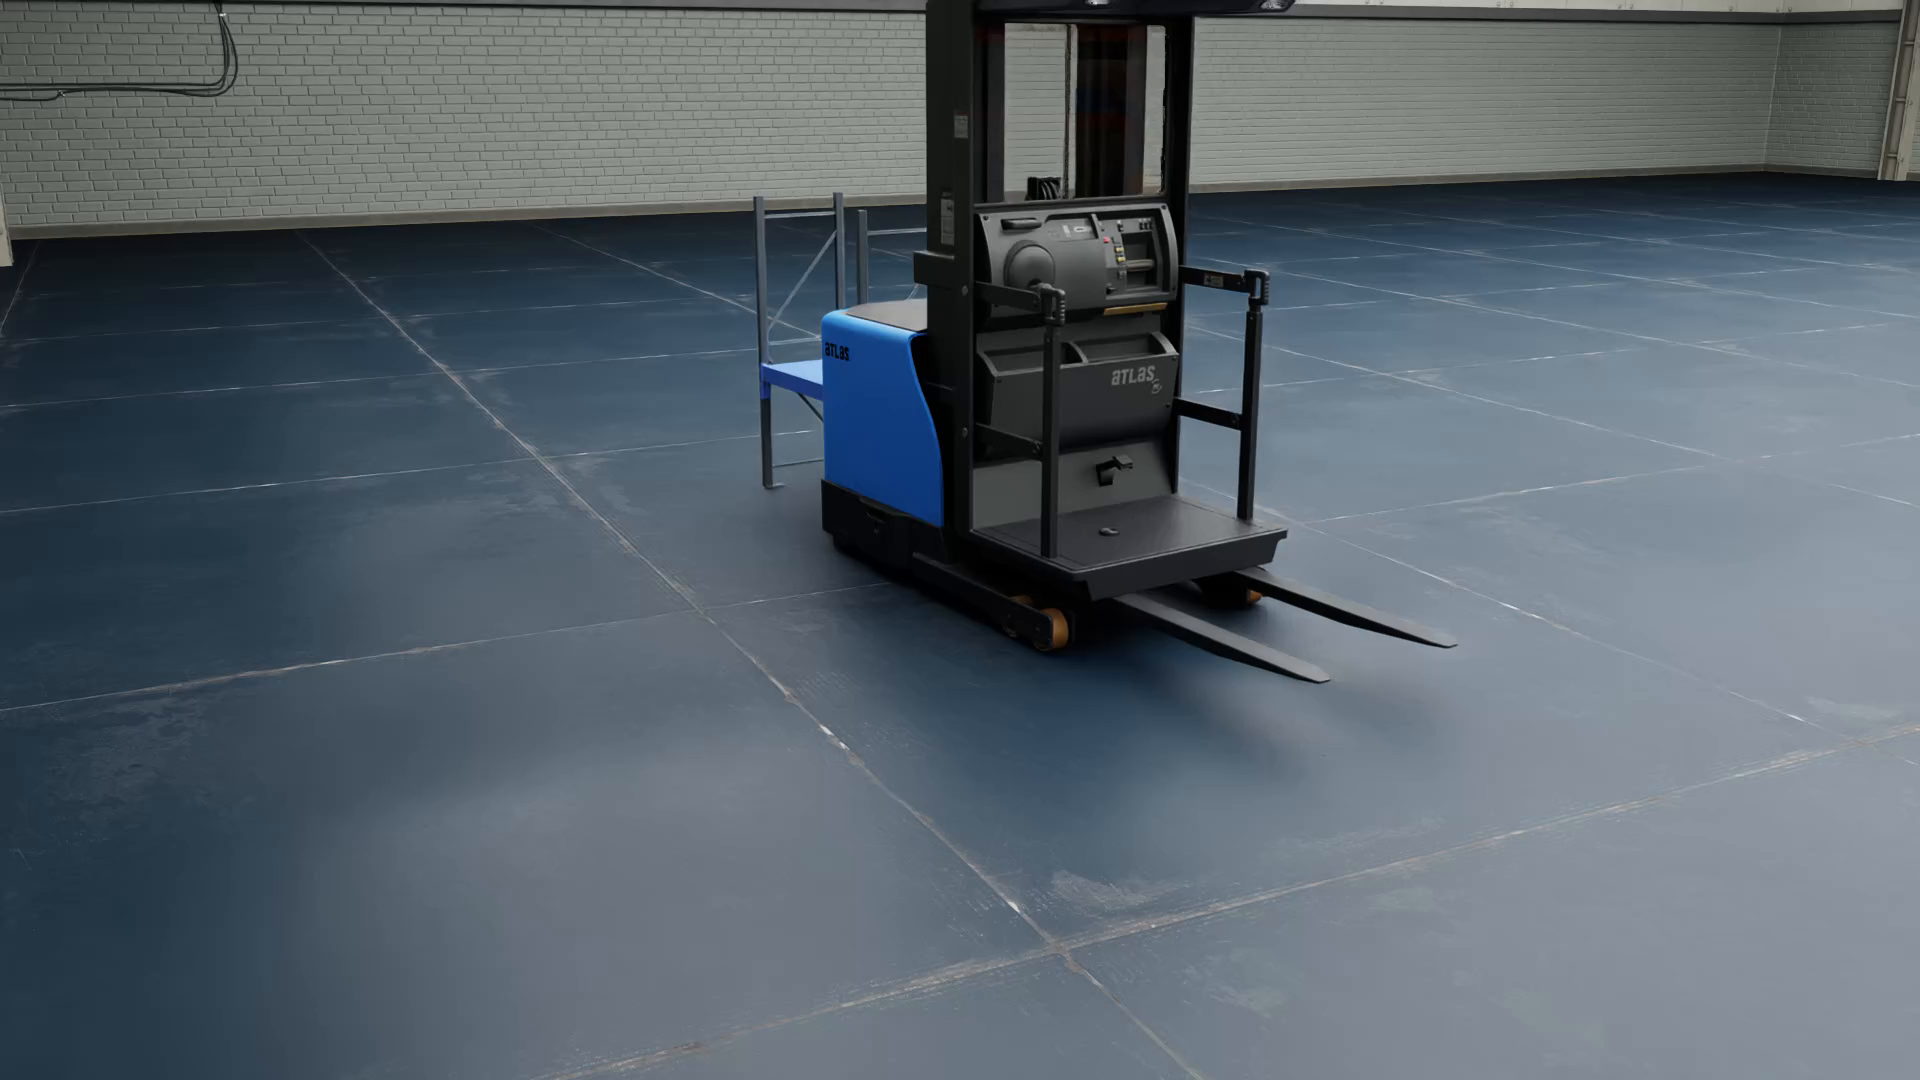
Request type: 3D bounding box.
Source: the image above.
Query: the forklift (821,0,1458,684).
[{"bbox_3d":[0.597,-1.136,6.395,1.130,2.935,3.031,-10,19,-32],"label":"forklift"}]

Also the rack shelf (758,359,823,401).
[{"bbox_3d":[-0.535,-0.743,8.273,0.538,0.185,1.000,-10,19,-32],"label":"rack shelf"}]

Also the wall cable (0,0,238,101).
[{"bbox_3d":[-10.715,-6.758,20.615,3.097,2.526,0.112,-8,18,-25],"label":"wall cable"}]

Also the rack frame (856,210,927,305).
[{"bbox_3d":[-0.254,-0.799,7.816,0.500,1.500,0.032,-10,19,-32],"label":"rack frame"}]

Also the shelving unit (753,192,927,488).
[{"bbox_3d":[-0.535,-0.916,8.223,0.538,1.500,1.048,-10,19,-32],"label":"shelving unit"}]

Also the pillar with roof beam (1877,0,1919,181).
[{"bbox_3d":[13.834,-10.646,28.536,9.100,9.000,0.400,-8,18,-25],"label":"pillar with roof beam"}]

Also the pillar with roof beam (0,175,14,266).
[{"bbox_3d":[-6.743,-7.880,18.897,9.100,9.000,0.400,-8,18,-25],"label":"pillar with roof beam"}]

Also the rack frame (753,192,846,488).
[{"bbox_3d":[-0.816,-1.033,8.630,0.500,1.500,0.032,-10,19,-32],"label":"rack frame"}]
